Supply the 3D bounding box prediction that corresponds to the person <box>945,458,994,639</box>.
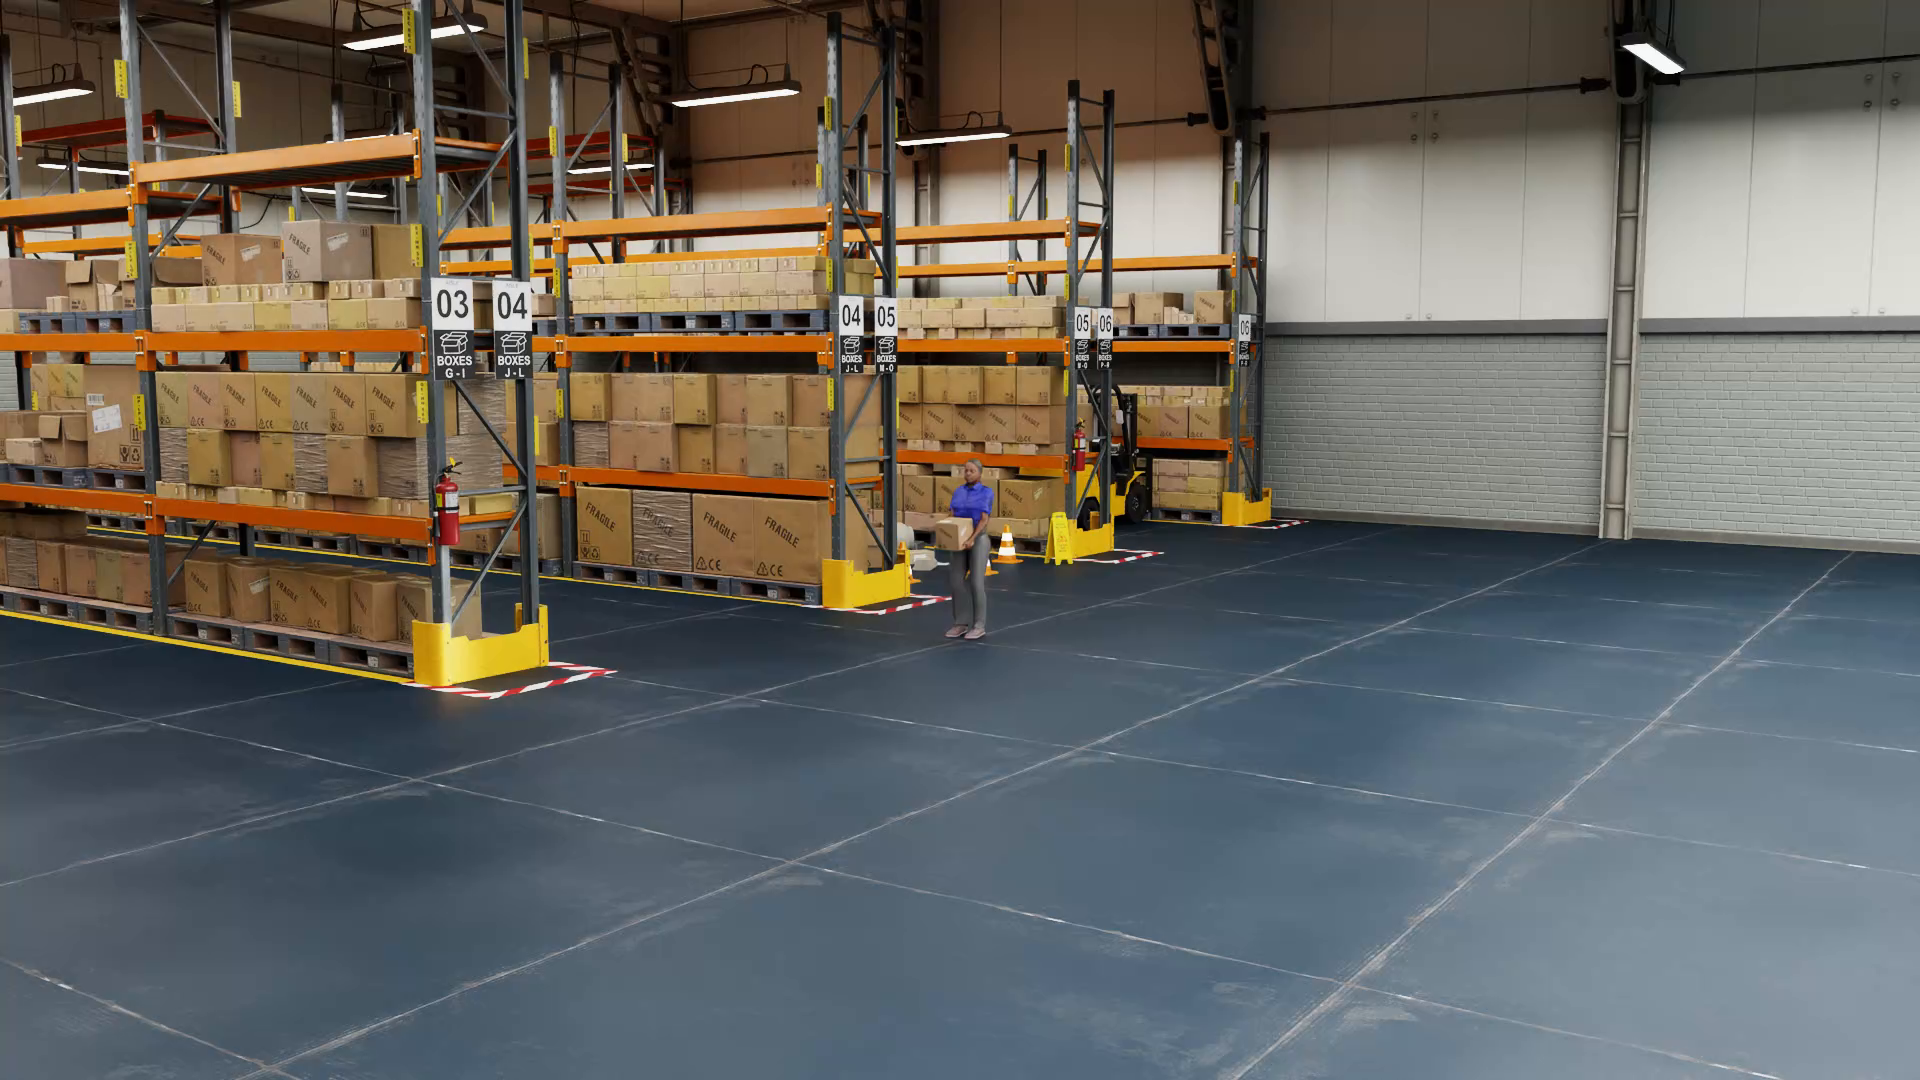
[{"bbox_3d":[0.050,0.082,15.346,0.441,1.656,0.501,4,8,33],"label":"person"}]
